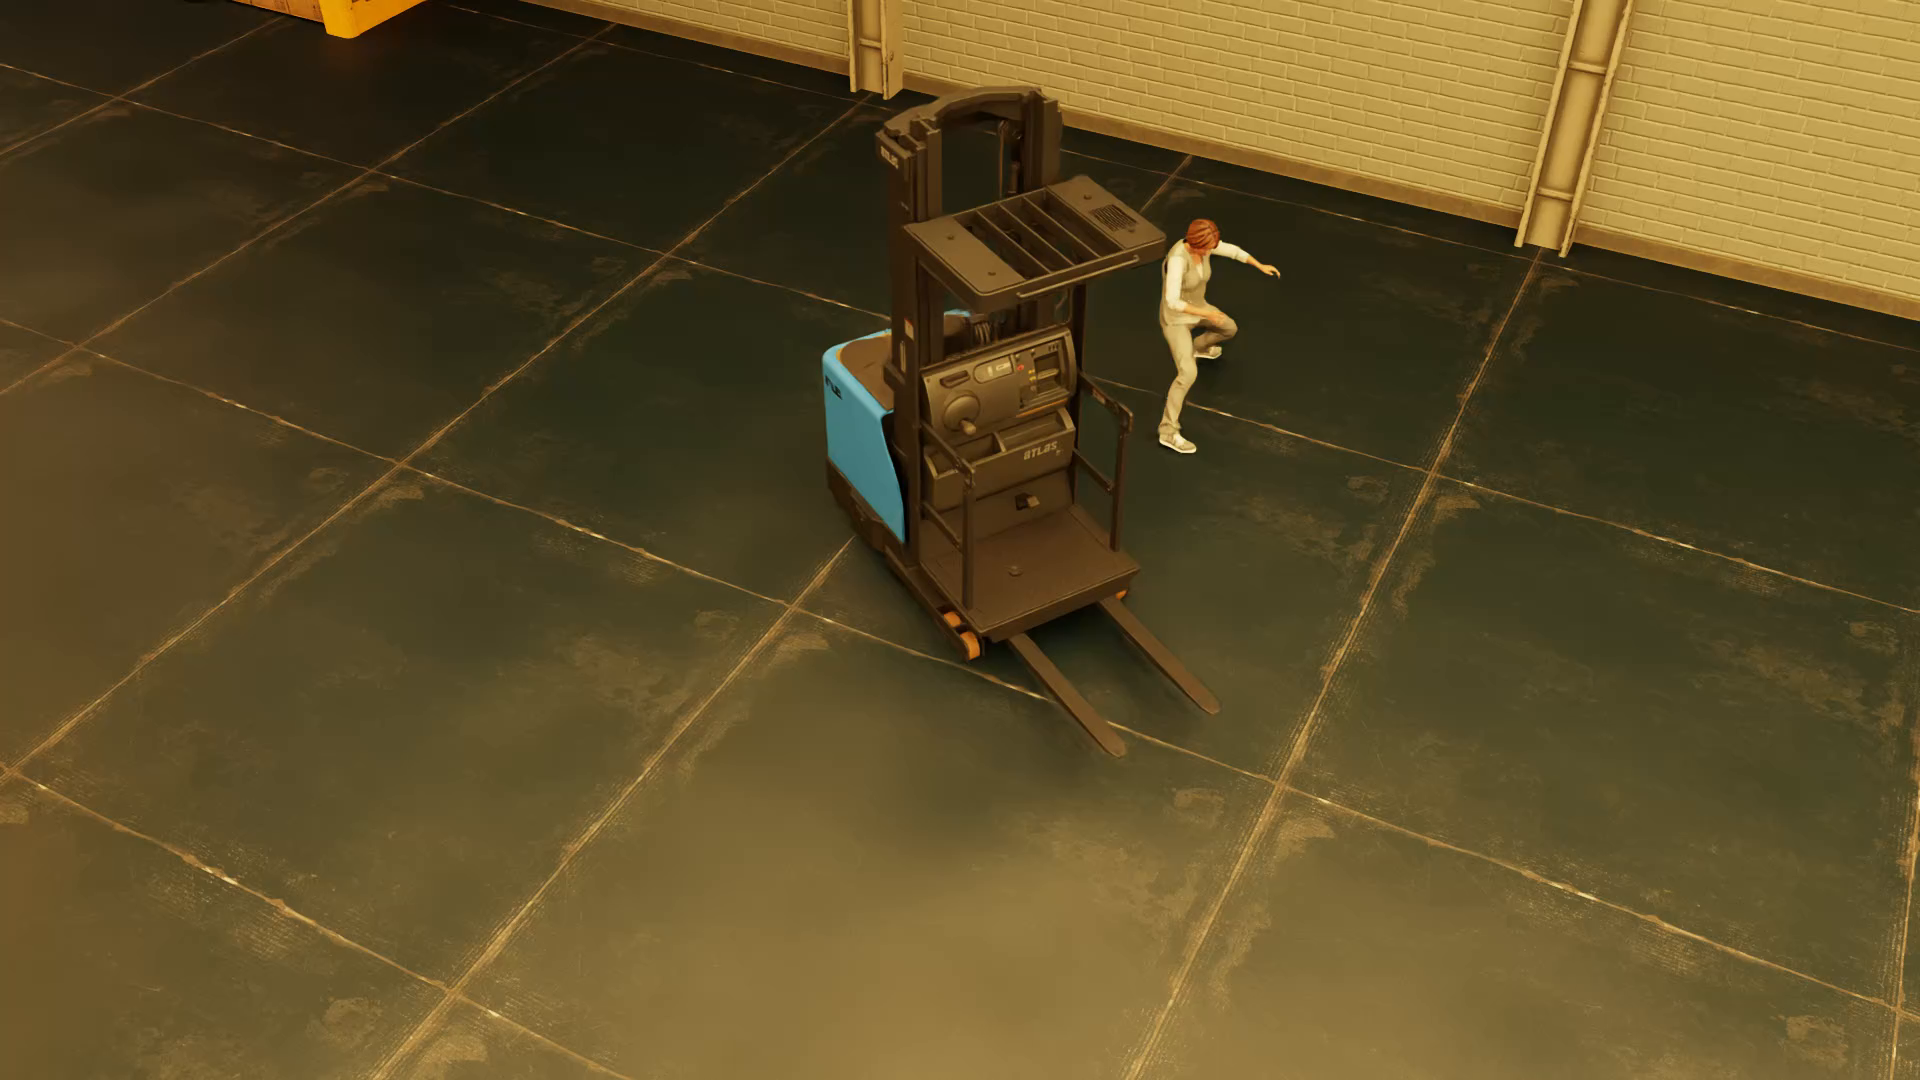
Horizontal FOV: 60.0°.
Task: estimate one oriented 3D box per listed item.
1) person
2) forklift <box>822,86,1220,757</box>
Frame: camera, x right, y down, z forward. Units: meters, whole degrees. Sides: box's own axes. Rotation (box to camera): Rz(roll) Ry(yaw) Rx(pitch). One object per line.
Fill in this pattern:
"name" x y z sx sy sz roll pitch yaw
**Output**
"person" 1.619 -1.471 10.940 0.656 1.379 1.138 29 48 30
"forklift" 0.334 -0.779 8.911 1.130 2.935 3.031 -21 44 -23
